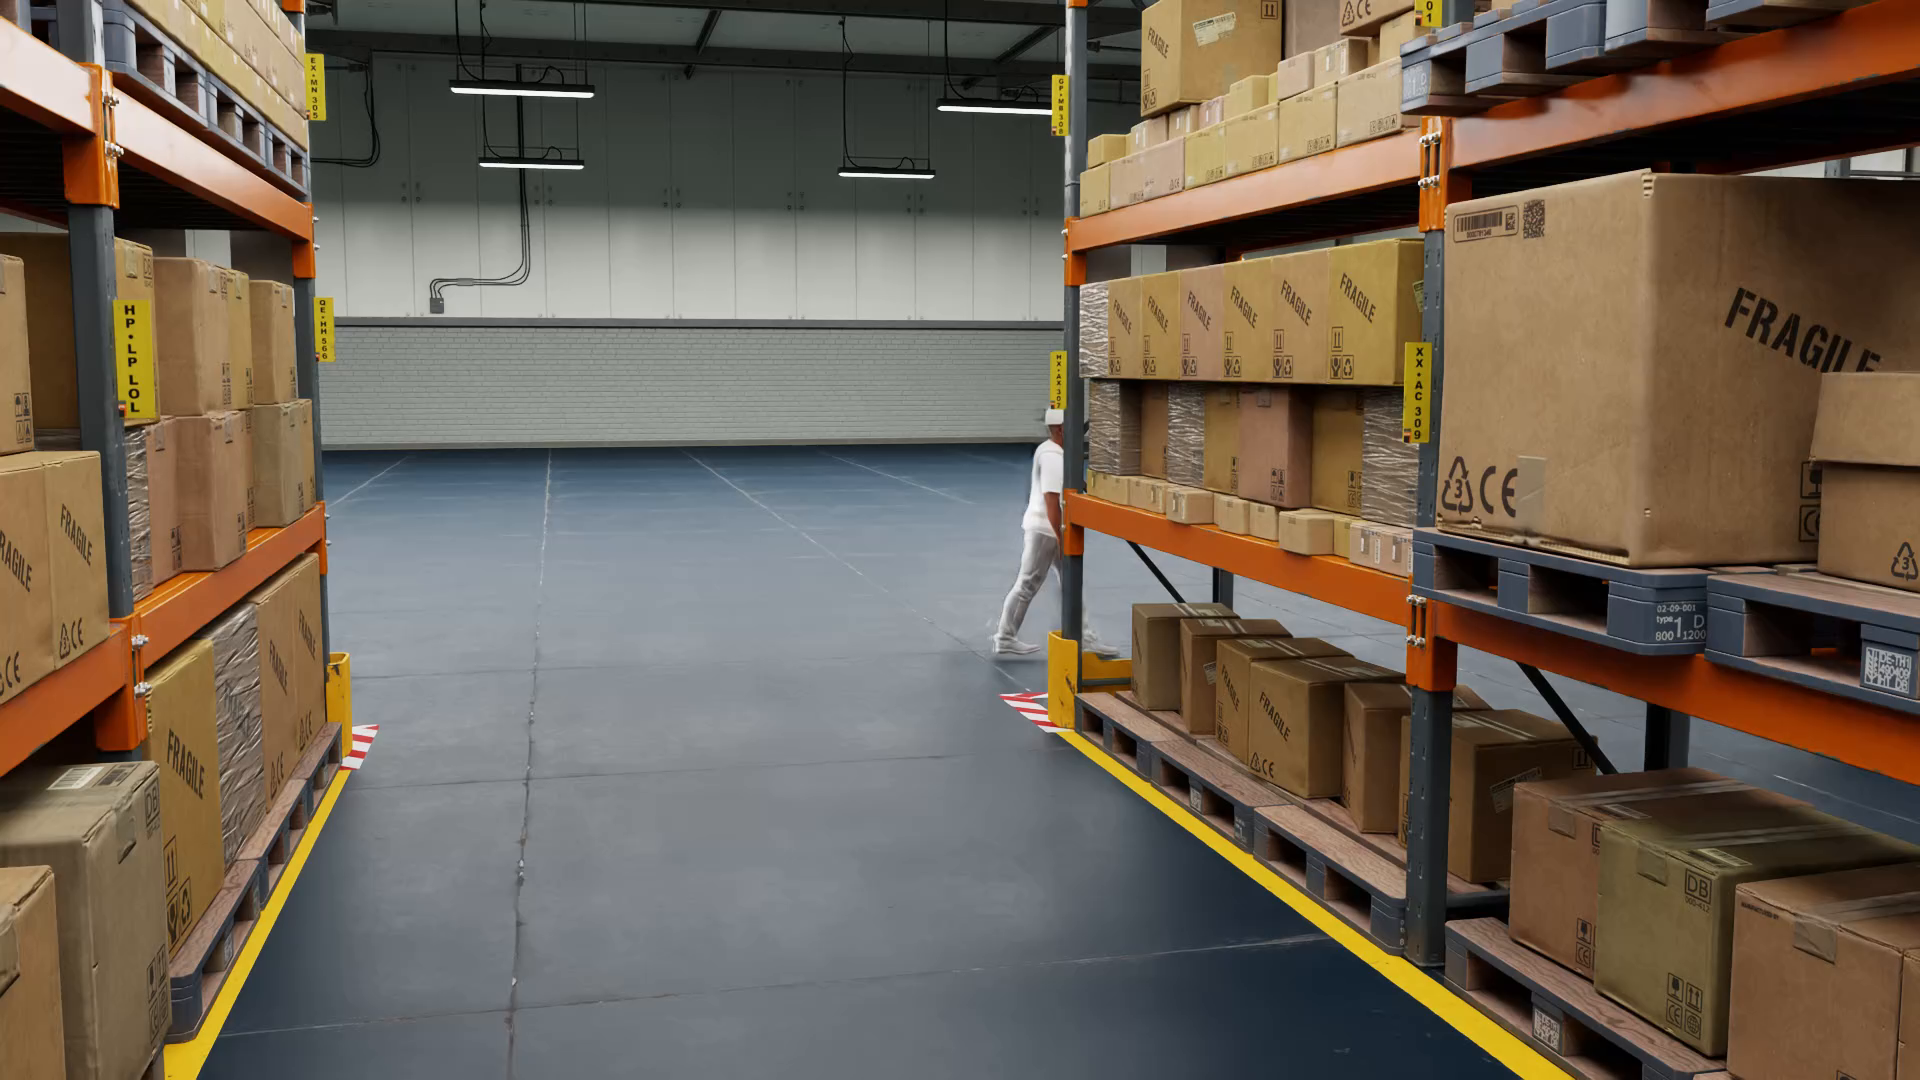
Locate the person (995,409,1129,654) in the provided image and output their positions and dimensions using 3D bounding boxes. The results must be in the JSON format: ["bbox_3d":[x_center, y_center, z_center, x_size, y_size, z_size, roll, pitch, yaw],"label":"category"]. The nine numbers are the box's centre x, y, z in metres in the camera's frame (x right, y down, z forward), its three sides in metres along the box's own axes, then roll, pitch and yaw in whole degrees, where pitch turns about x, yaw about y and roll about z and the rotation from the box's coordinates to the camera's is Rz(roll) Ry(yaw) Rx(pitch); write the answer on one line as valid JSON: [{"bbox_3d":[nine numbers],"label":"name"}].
[{"bbox_3d":[0.687,-0.064,11.339,0.914,1.716,0.602,1,6,11],"label":"person"}]
